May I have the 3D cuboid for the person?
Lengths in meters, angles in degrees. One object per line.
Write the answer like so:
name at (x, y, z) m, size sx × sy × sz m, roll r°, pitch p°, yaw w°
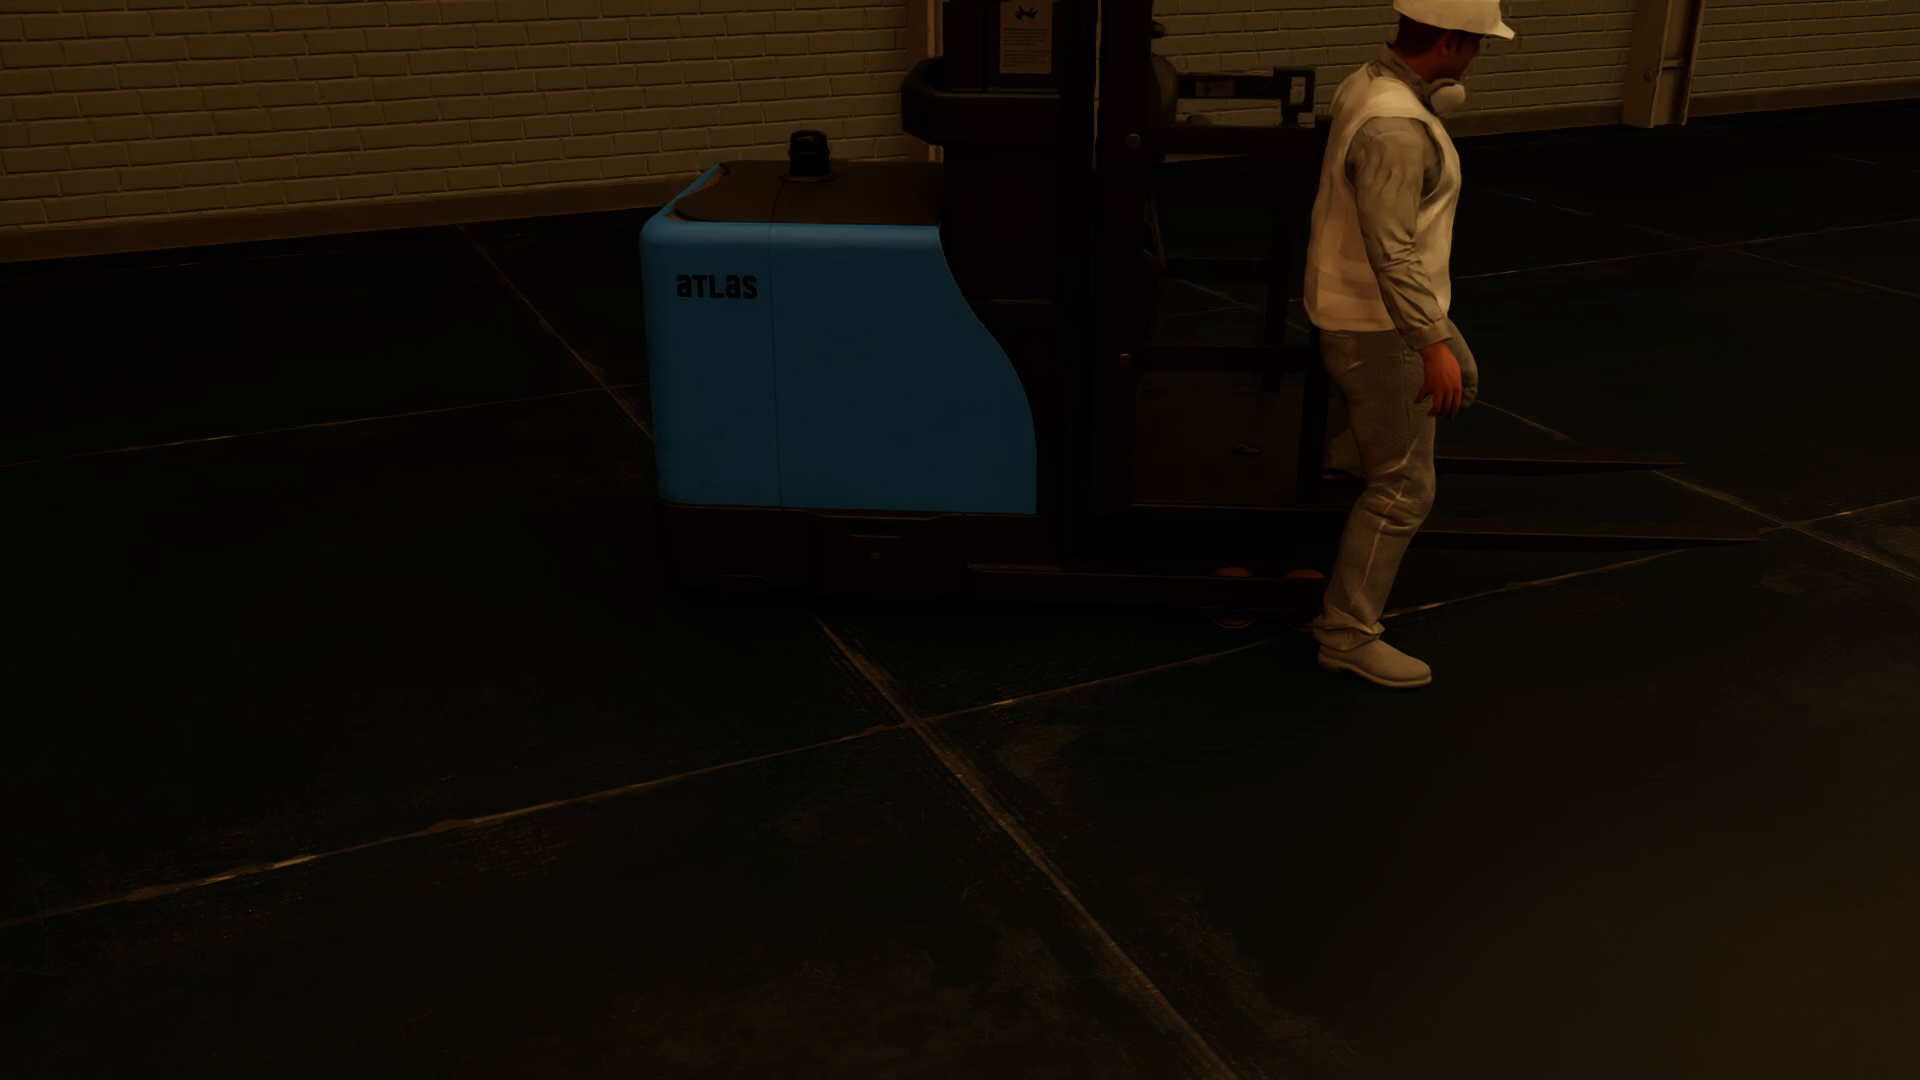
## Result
person at (1.127, -0.555, 4.169) m, size 0.520 × 1.748 × 0.811 m, roll 2°, pitch 23°, yaw 4°

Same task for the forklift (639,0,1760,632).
forklift at (0.693, -1.318, 4.458) m, size 3.031 × 2.935 × 1.130 m, roll 2°, pitch 23°, yaw 4°
